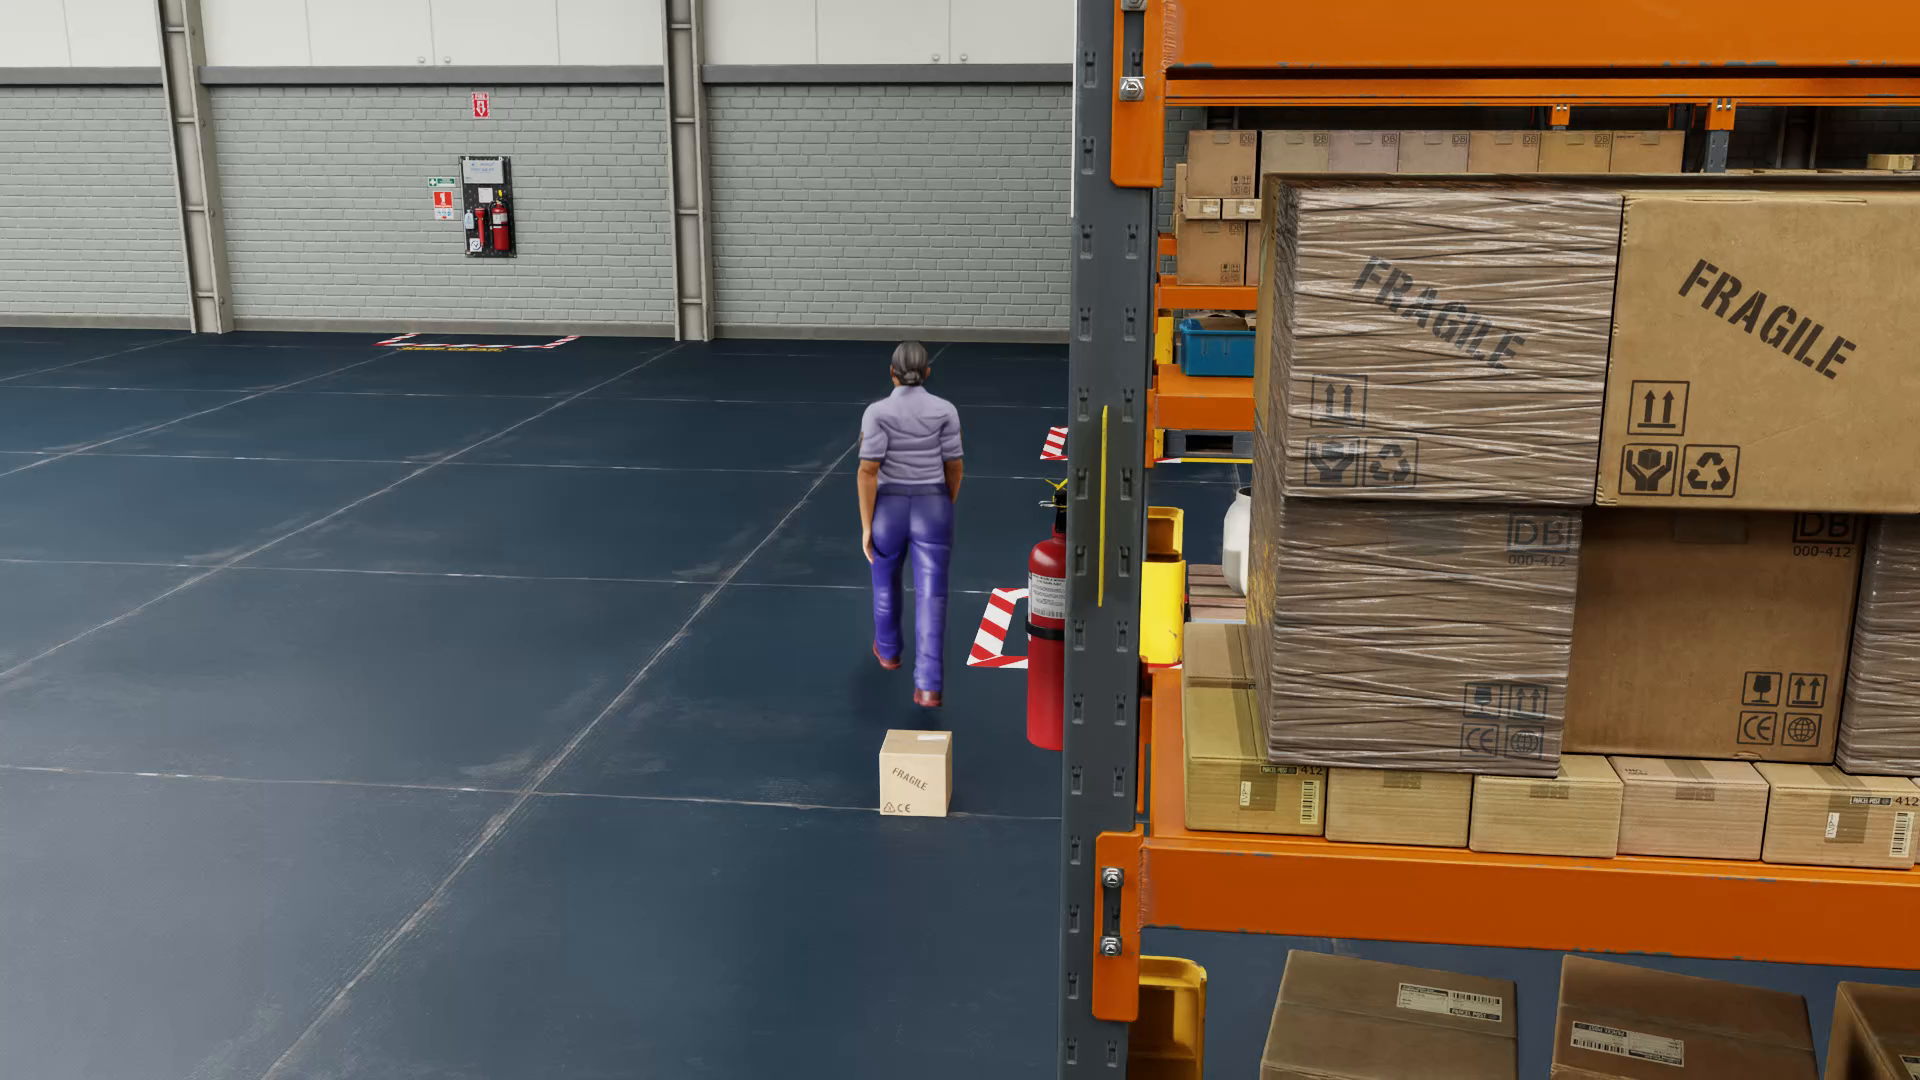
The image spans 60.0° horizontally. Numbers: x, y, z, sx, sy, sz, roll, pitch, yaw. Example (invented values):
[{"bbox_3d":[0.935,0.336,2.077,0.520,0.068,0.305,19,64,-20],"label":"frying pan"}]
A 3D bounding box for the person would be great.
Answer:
[{"bbox_3d":[-0.218,-0.092,7.449,0.474,1.575,1.048,-1,14,-2],"label":"person"}]
